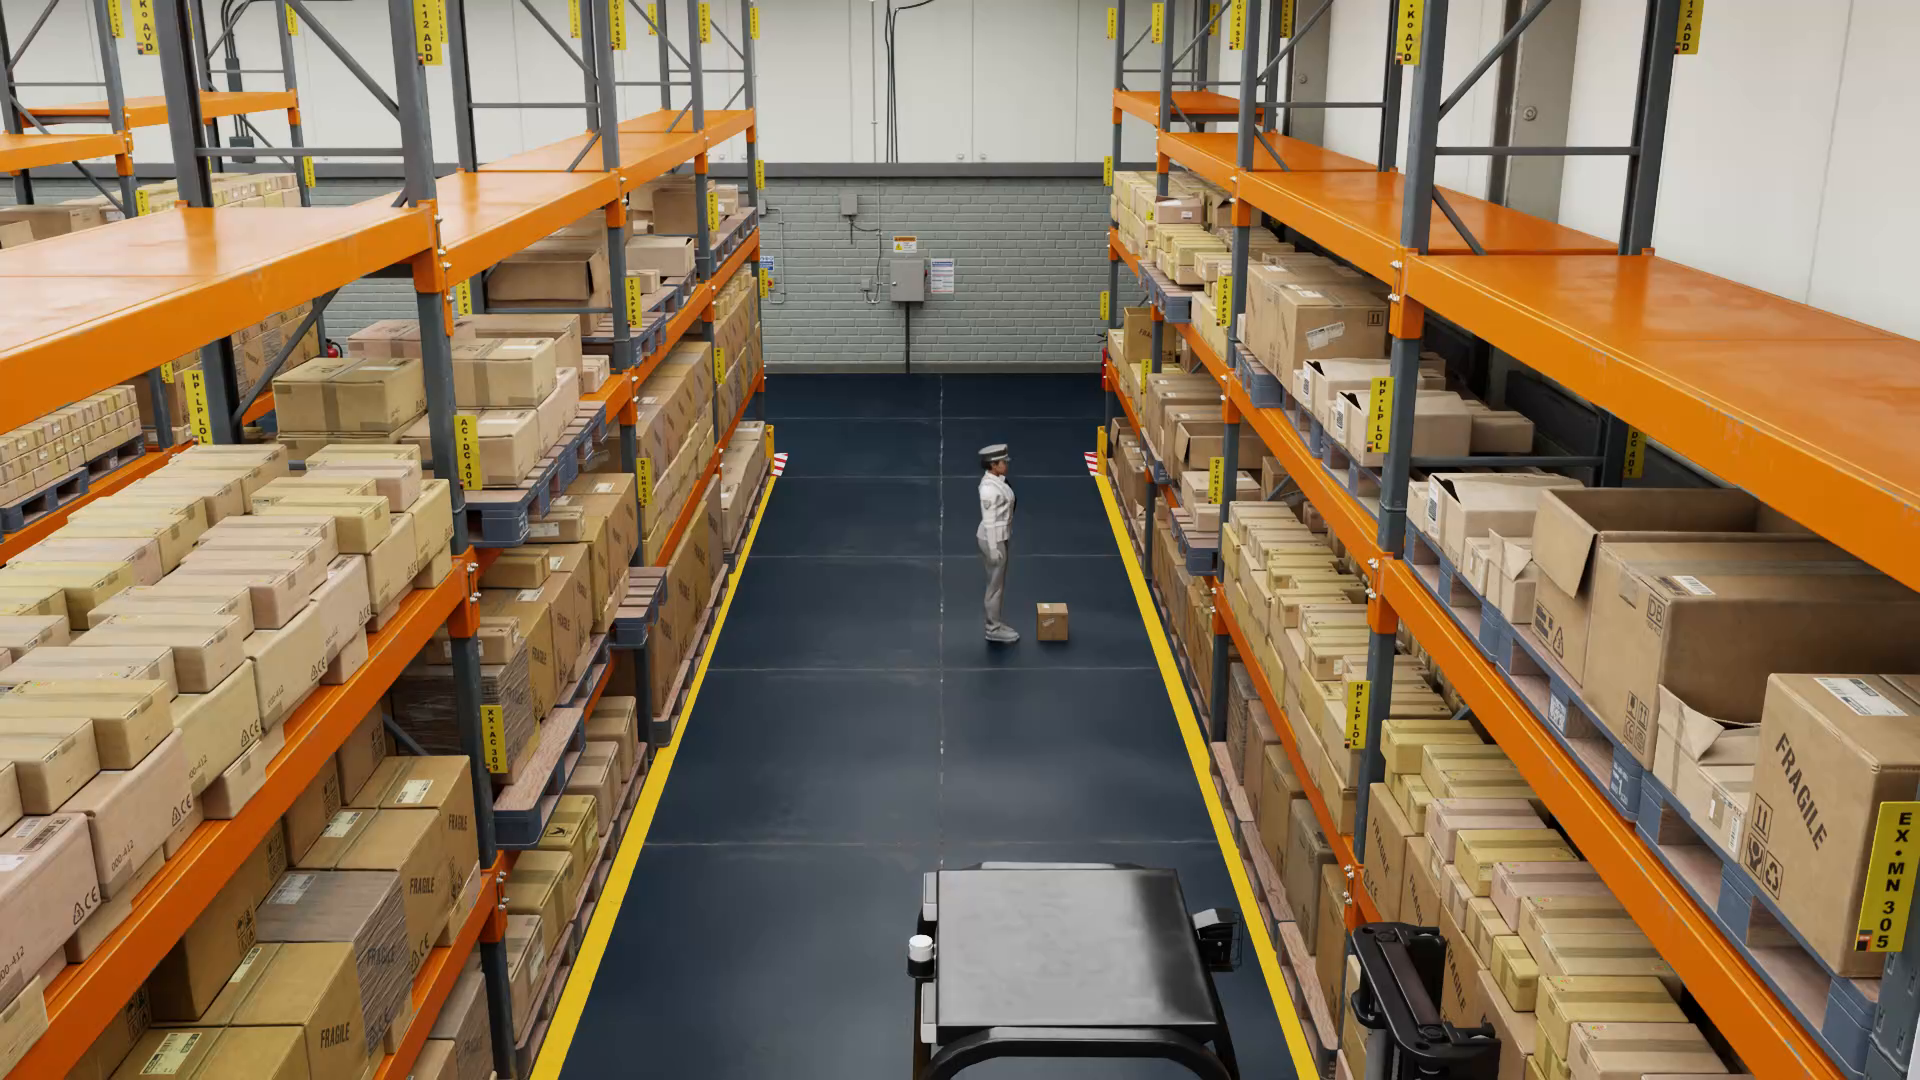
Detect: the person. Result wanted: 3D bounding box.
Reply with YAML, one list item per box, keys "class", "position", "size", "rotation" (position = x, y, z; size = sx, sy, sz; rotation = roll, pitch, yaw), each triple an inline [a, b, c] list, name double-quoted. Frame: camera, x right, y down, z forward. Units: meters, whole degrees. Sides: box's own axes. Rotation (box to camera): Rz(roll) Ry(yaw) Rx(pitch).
- class: "person"
  position: [-2.910, 0.545, 11.395]
  size: [5.894, 2.202, 6.601]
  rotation: [3, 17, 8]
